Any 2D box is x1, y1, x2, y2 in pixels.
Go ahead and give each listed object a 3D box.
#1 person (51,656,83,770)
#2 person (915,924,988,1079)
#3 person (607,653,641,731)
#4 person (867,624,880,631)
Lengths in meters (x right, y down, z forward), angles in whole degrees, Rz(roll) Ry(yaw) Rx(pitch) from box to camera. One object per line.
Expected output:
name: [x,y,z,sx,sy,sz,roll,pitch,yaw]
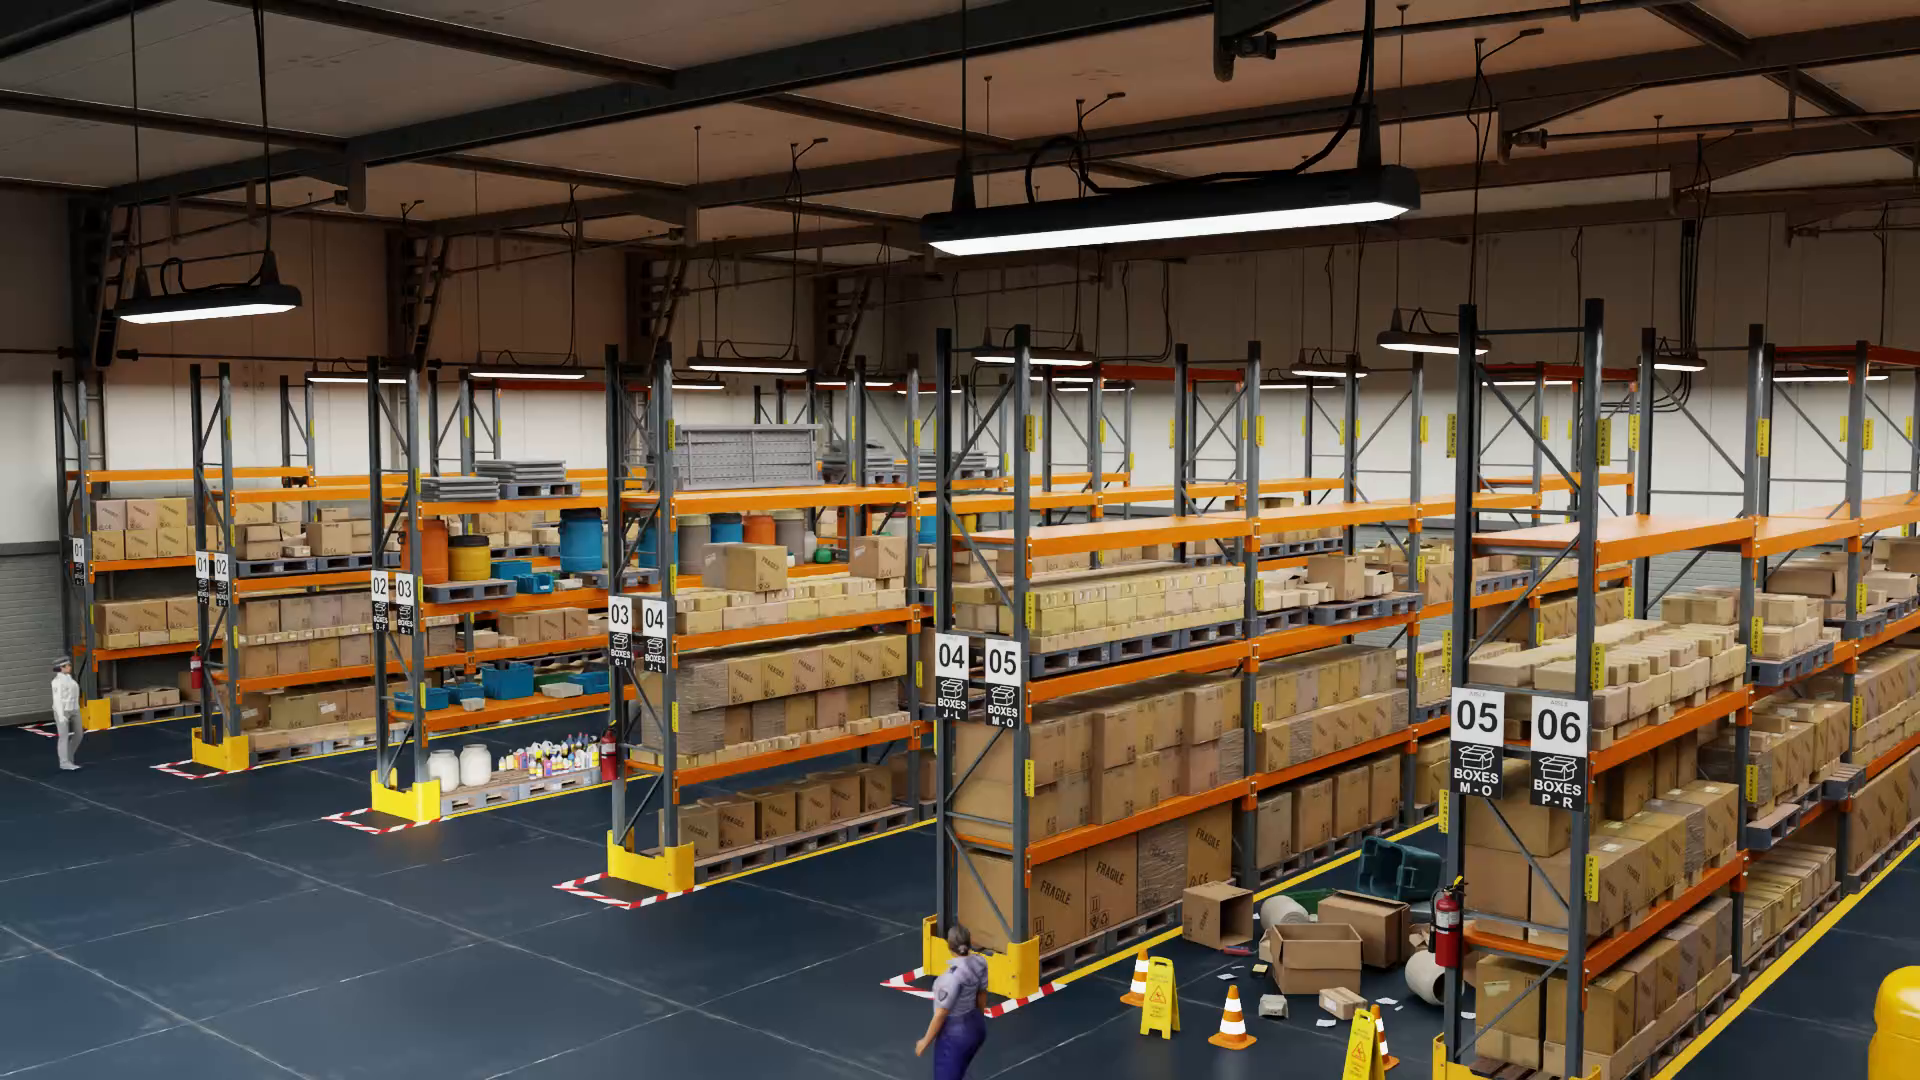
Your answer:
person: [-13.222,2.553,24.616,0.459,1.687,0.526,1,4,13]
person: [-0.053,3.516,11.726,0.486,1.659,0.553,2,4,23]
person: [-5.604,2.319,27.739,0.552,1.852,0.531,-2,5,-25]
person: [-1.902,1.818,33.478,0.542,1.722,1.045,3,5,39]
